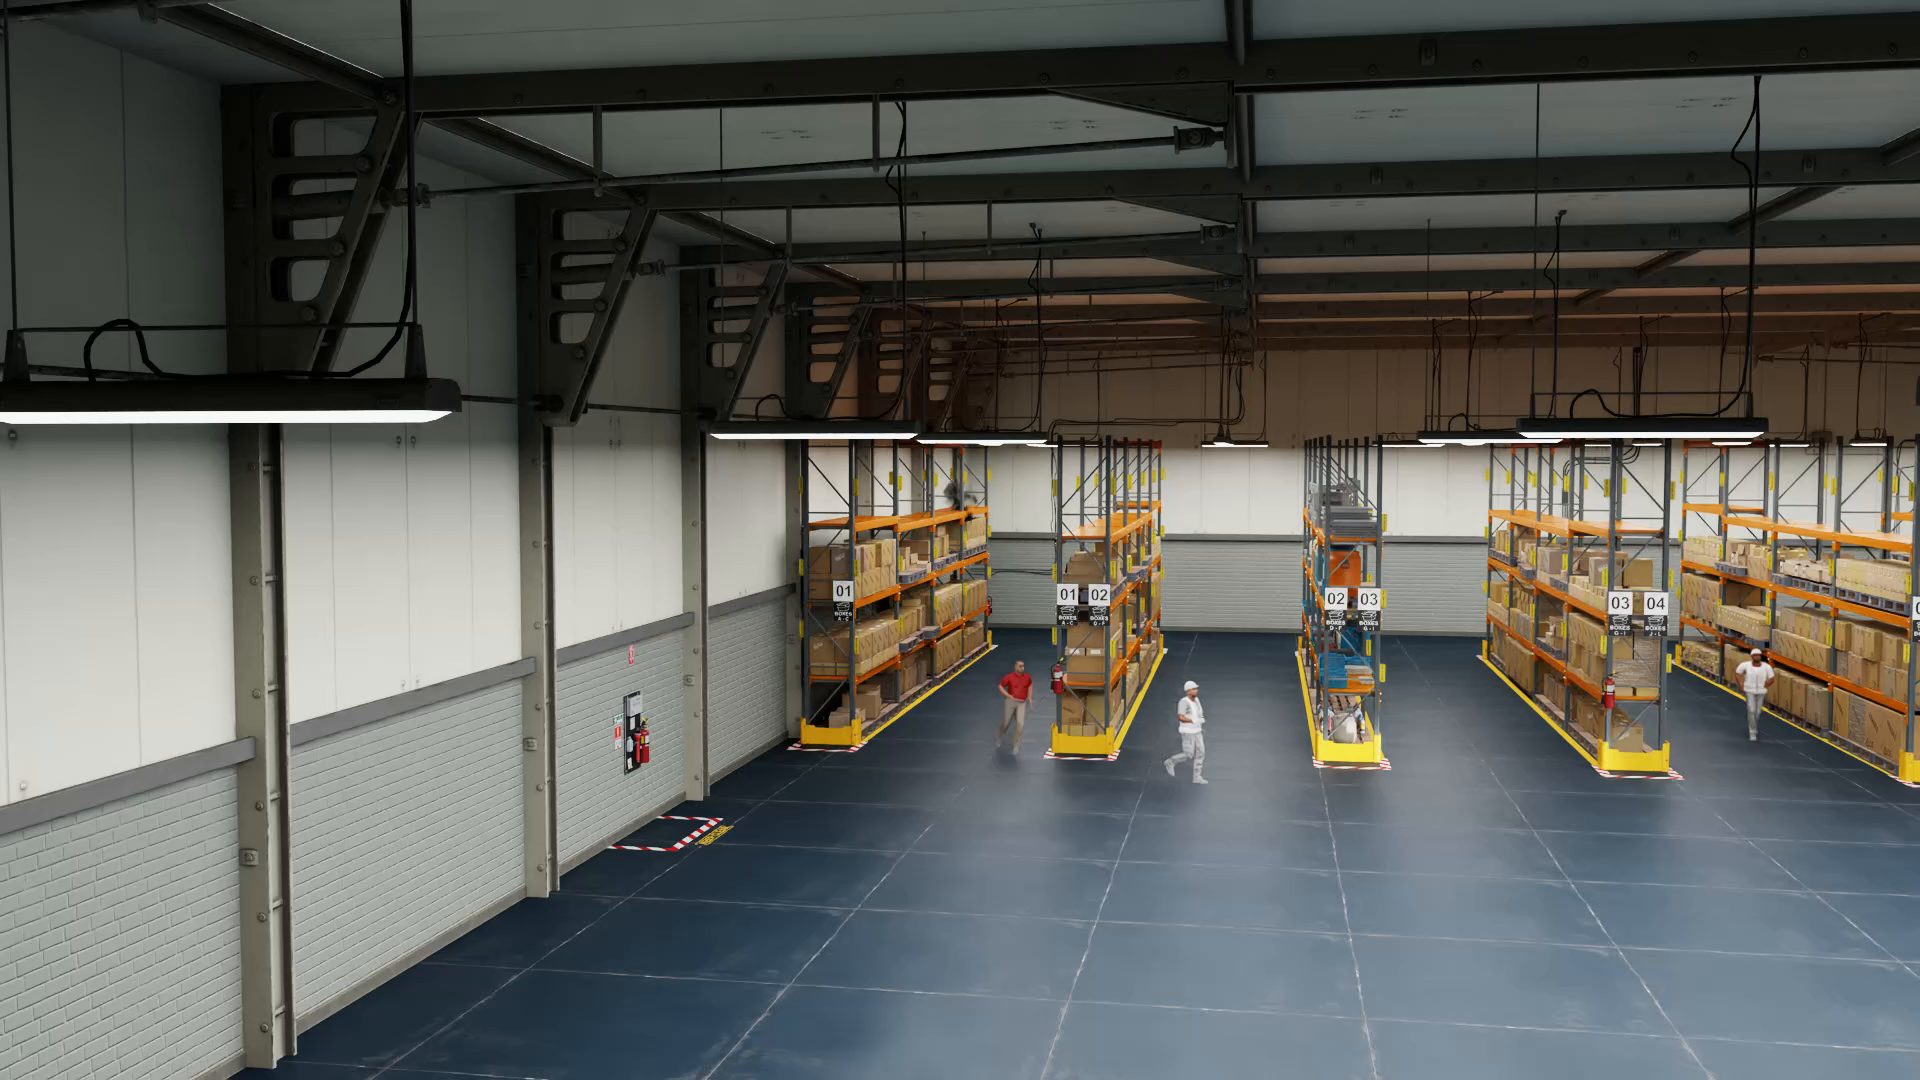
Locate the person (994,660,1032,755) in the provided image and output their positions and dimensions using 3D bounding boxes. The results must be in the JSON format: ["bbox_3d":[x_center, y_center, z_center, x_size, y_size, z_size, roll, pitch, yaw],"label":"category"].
[{"bbox_3d":[1.064,3.167,31.602,0.739,1.752,0.870,-1,3,-12],"label":"person"}]

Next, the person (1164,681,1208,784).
[{"bbox_3d":[3.917,3.293,28.551,0.827,1.757,0.688,2,4,36],"label":"person"}]

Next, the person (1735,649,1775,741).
[{"bbox_3d":[15.827,3.060,33.095,0.704,1.817,0.807,1,3,14],"label":"person"}]
